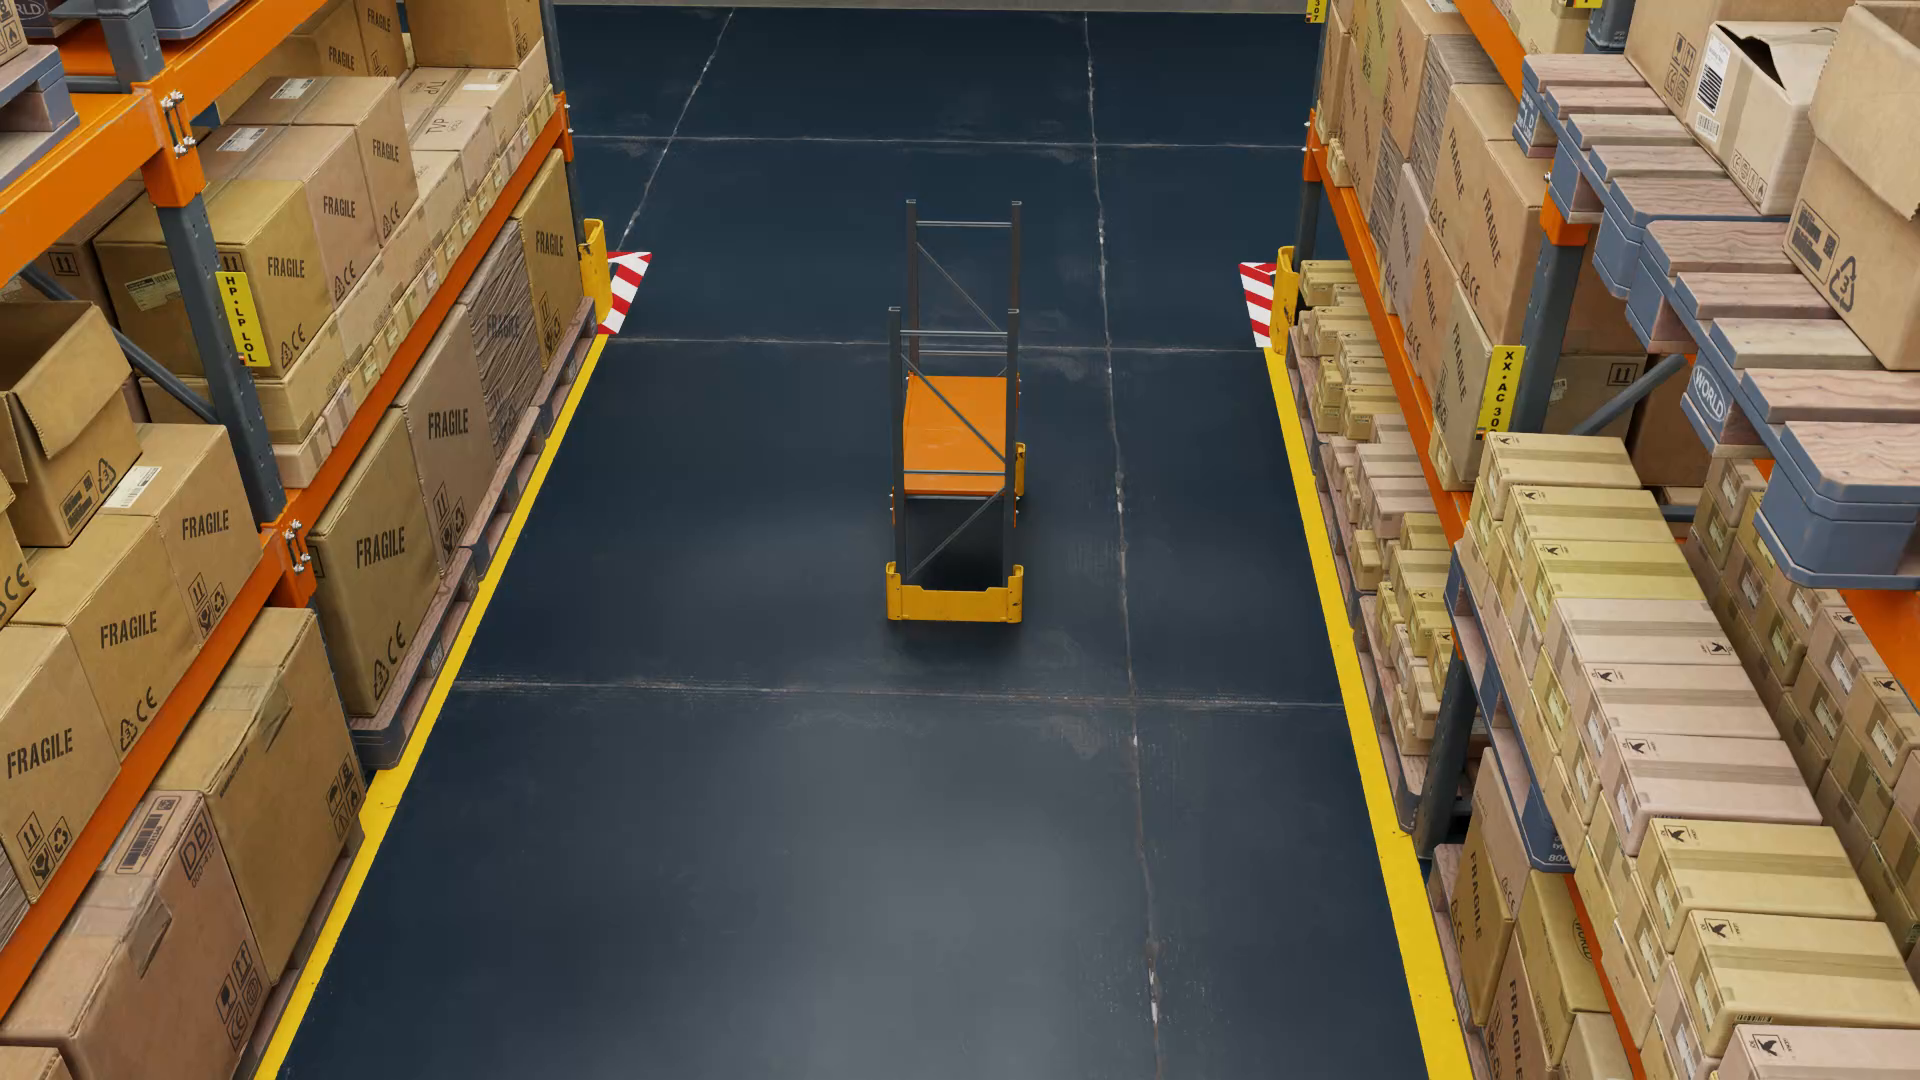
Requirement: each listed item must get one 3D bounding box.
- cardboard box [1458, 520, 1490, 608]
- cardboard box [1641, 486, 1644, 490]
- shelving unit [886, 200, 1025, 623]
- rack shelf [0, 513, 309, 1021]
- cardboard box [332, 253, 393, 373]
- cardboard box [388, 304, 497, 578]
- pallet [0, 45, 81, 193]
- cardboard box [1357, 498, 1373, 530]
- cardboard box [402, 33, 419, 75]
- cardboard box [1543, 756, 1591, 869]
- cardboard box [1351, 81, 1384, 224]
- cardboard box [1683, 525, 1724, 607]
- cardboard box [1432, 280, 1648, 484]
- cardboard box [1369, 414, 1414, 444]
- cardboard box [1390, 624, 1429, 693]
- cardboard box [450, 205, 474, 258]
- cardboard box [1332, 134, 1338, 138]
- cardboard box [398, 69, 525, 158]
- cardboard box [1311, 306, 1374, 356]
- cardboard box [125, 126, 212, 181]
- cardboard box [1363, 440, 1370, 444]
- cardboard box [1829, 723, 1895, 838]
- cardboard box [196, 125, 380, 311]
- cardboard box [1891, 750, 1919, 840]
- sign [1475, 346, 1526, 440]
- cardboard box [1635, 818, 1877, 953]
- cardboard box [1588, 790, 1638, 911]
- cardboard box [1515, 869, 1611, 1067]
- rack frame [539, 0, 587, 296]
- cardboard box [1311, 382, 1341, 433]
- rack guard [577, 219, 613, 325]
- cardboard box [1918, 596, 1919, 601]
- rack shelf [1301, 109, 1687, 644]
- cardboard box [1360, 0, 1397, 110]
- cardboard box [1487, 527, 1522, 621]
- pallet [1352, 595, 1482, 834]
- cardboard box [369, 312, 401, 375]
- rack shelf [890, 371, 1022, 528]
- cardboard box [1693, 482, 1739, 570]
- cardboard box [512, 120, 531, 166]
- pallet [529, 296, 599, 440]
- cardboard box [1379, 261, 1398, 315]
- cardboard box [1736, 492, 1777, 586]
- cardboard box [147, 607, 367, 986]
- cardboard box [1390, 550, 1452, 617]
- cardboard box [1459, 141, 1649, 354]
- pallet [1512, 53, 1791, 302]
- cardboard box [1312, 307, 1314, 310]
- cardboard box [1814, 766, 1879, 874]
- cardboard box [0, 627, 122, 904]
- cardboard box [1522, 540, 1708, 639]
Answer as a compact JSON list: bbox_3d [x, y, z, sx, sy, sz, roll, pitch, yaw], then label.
[{"bbox_3d":[1.699,0.069,4.897,0.380,0.149,0.250,0,35,0],"label":"cardboard box"},{"bbox_3d":[2.449,-0.281,5.759,0.380,0.149,0.250,2,35,3],"label":"cardboard box"},{"bbox_3d":[-0.003,-0.570,7.256,0.587,1.500,1.083,1,35,2],"label":"shelving unit"},{"bbox_3d":[-2.858,1.193,4.070,1.077,0.370,4.000,1,35,2],"label":"rack shelf"},{"bbox_3d":[-2.472,-0.861,6.237,0.500,0.250,0.500,1,35,2],"label":"cardboard box"},{"bbox_3d":[-2.635,-0.448,7.261,0.875,0.875,0.875,1,35,2],"label":"cardboard box"},{"bbox_3d":[-2.765,-0.872,3.939,0.805,0.209,1.217,0,35,0],"label":"pallet"},{"bbox_3d":[1.969,-0.060,7.340,0.380,0.149,0.250,2,35,3],"label":"cardboard box"},{"bbox_3d":[-2.906,-2.340,8.342,0.500,0.250,0.500,0,35,1],"label":"cardboard box"},{"bbox_3d":[1.659,0.662,4.053,0.380,0.149,0.250,0,35,0],"label":"cardboard box"},{"bbox_3d":[2.012,-1.698,7.212,0.500,0.500,0.500,2,35,3],"label":"cardboard box"},{"bbox_3d":[2.356,0.086,4.873,0.380,0.149,0.250,1,35,1],"label":"cardboard box"},{"bbox_3d":[1.911,-0.525,5.543,0.500,0.500,0.500,1,35,2],"label":"cardboard box"},{"bbox_3d":[2.027,-0.429,7.348,0.380,0.149,0.250,1,35,2],"label":"cardboard box"},{"bbox_3d":[1.868,0.451,6.355,0.380,0.149,0.250,0,35,0],"label":"cardboard box"},{"bbox_3d":[-2.364,-1.356,7.289,0.380,0.149,0.250,2,35,3],"label":"cardboard box"},{"bbox_3d":[2.025,-1.948,8.131,0.380,0.149,0.250,3,35,4],"label":"cardboard box"},{"bbox_3d":[-2.392,-2.033,7.906,0.500,0.250,0.500,1,35,1],"label":"cardboard box"},{"bbox_3d":[1.945,-1.029,8.202,0.380,0.149,0.250,1,35,2],"label":"cardboard box"},{"bbox_3d":[-3.002,-1.176,6.034,0.500,0.500,0.500,2,35,2],"label":"cardboard box"},{"bbox_3d":[2.065,-0.453,7.642,0.380,0.149,0.250,3,35,4],"label":"cardboard box"},{"bbox_3d":[2.315,0.565,3.932,0.380,0.149,0.250,0,35,-1],"label":"cardboard box"},{"bbox_3d":[-2.475,-1.170,6.025,0.500,0.500,0.500,1,35,2],"label":"cardboard box"},{"bbox_3d":[2.300,0.593,3.633,0.380,0.149,0.250,0,35,0],"label":"cardboard box"},{"bbox_3d":[1.632,-0.440,5.015,0.100,0.325,0.005,1,35,2],"label":"sign"},{"bbox_3d":[1.641,0.723,3.448,0.380,0.149,0.250,2,35,3],"label":"cardboard box"},{"bbox_3d":[1.651,0.701,3.739,0.380,0.149,0.250,1,35,1],"label":"cardboard box"},{"bbox_3d":[1.862,1.190,4.604,0.500,0.250,0.500,2,35,3],"label":"cardboard box"},{"bbox_3d":[-2.617,-2.549,8.768,1.000,3.000,0.127,1,35,2],"label":"rack frame"},{"bbox_3d":[1.942,-0.649,8.178,0.380,0.149,0.250,2,35,2],"label":"cardboard box"},{"bbox_3d":[-2.616,-1.540,9.506,1.175,0.500,0.348,1,35,2],"label":"rack guard"},{"bbox_3d":[1.814,0.043,2.384,0.500,0.500,0.500,1,35,2],"label":"cardboard box"},{"bbox_3d":[2.255,-0.933,7.094,1.077,0.370,4.000,1,35,2],"label":"rack shelf"},{"bbox_3d":[1.995,-2.108,6.925,0.500,0.500,0.500,1,35,1],"label":"cardboard box"},{"bbox_3d":[1.690,0.096,4.600,0.380,0.149,0.250,1,35,1],"label":"cardboard box"},{"bbox_3d":[2.166,0.676,6.604,1.003,0.211,1.213,1,35,2],"label":"pallet"},{"bbox_3d":[-2.404,-0.764,6.446,0.380,0.149,0.250,0,35,1],"label":"cardboard box"},{"bbox_3d":[-0.003,-0.417,7.352,0.538,0.185,1.000,1,35,2],"label":"rack shelf"},{"bbox_3d":[2.356,-0.036,4.787,0.380,0.149,0.250,2,35,3],"label":"cardboard box"},{"bbox_3d":[-2.322,-1.940,8.120,0.380,0.149,0.250,1,35,2],"label":"cardboard box"},{"bbox_3d":[-2.571,-0.947,8.914,1.003,0.211,1.213,1,35,2],"label":"pallet"},{"bbox_3d":[1.943,-1.045,6.846,0.380,0.149,0.250,2,35,3],"label":"cardboard box"},{"bbox_3d":[2.343,-0.001,4.479,0.380,0.149,0.250,0,35,0],"label":"cardboard box"},{"bbox_3d":[-2.783,0.815,5.464,1.225,0.875,0.875,1,35,2],"label":"cardboard box"},{"bbox_3d":[1.902,0.172,6.494,0.380,0.149,0.250,1,35,1],"label":"cardboard box"},{"bbox_3d":[1.923,-0.926,5.244,0.500,0.500,0.500,0,35,0],"label":"cardboard box"},{"bbox_3d":[2.043,-0.876,3.943,1.213,0.211,1.003,1,35,2],"label":"pallet"},{"bbox_3d":[2.057,-1.208,8.716,0.380,0.149,0.250,3,35,4],"label":"cardboard box"},{"bbox_3d":[2.318,0.682,4.024,0.380,0.149,0.250,0,35,0],"label":"cardboard box"},{"bbox_3d":[-2.564,0.568,4.246,0.500,0.500,0.500,1,35,1],"label":"cardboard box"},{"bbox_3d":[1.681,0.133,4.288,0.380,0.149,0.250,2,35,2],"label":"cardboard box"}]
